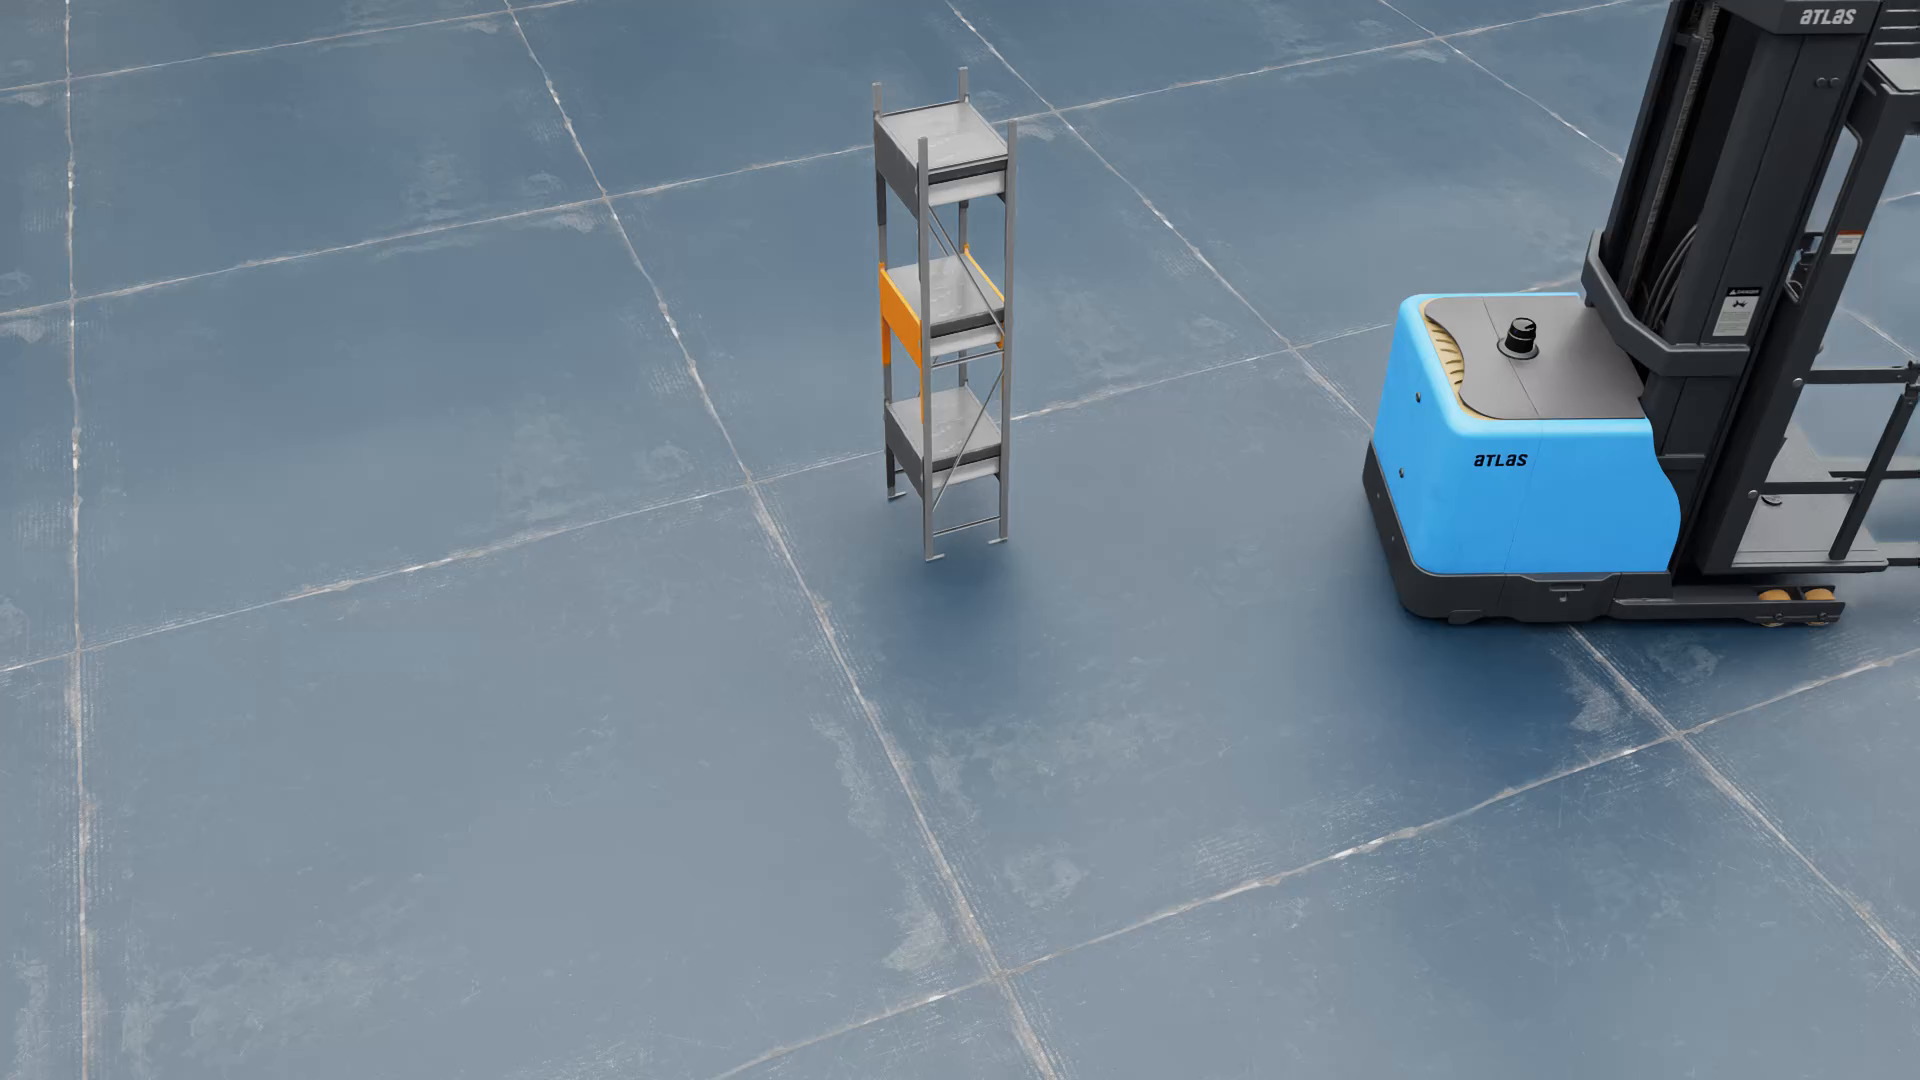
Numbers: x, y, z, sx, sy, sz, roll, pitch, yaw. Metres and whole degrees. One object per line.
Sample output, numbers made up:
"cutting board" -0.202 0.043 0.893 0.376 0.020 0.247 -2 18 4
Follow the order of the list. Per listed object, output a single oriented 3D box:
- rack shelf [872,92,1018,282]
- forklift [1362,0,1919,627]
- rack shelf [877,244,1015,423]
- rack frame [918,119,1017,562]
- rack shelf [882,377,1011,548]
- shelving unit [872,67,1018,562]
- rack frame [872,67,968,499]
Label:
"rack shelf" -0.063 -1.416 6.652 0.431 0.518 0.480 -15 43 -17
"forklift" 3.430 -1.082 6.679 3.031 2.935 1.130 -1 41 -1
"rack shelf" -0.063 -0.885 7.109 0.431 0.518 0.480 -15 43 -17
"rack frame" 0.030 -0.749 6.929 0.400 2.100 0.015 -15 43 -17
"rack shelf" -0.063 -0.355 7.565 0.431 0.518 0.480 -15 43 -17
"shelving unit" -0.063 -0.896 7.100 0.431 2.100 0.503 -15 43 -17
"rack frame" -0.157 -1.043 7.271 0.400 2.100 0.015 -15 43 -17
